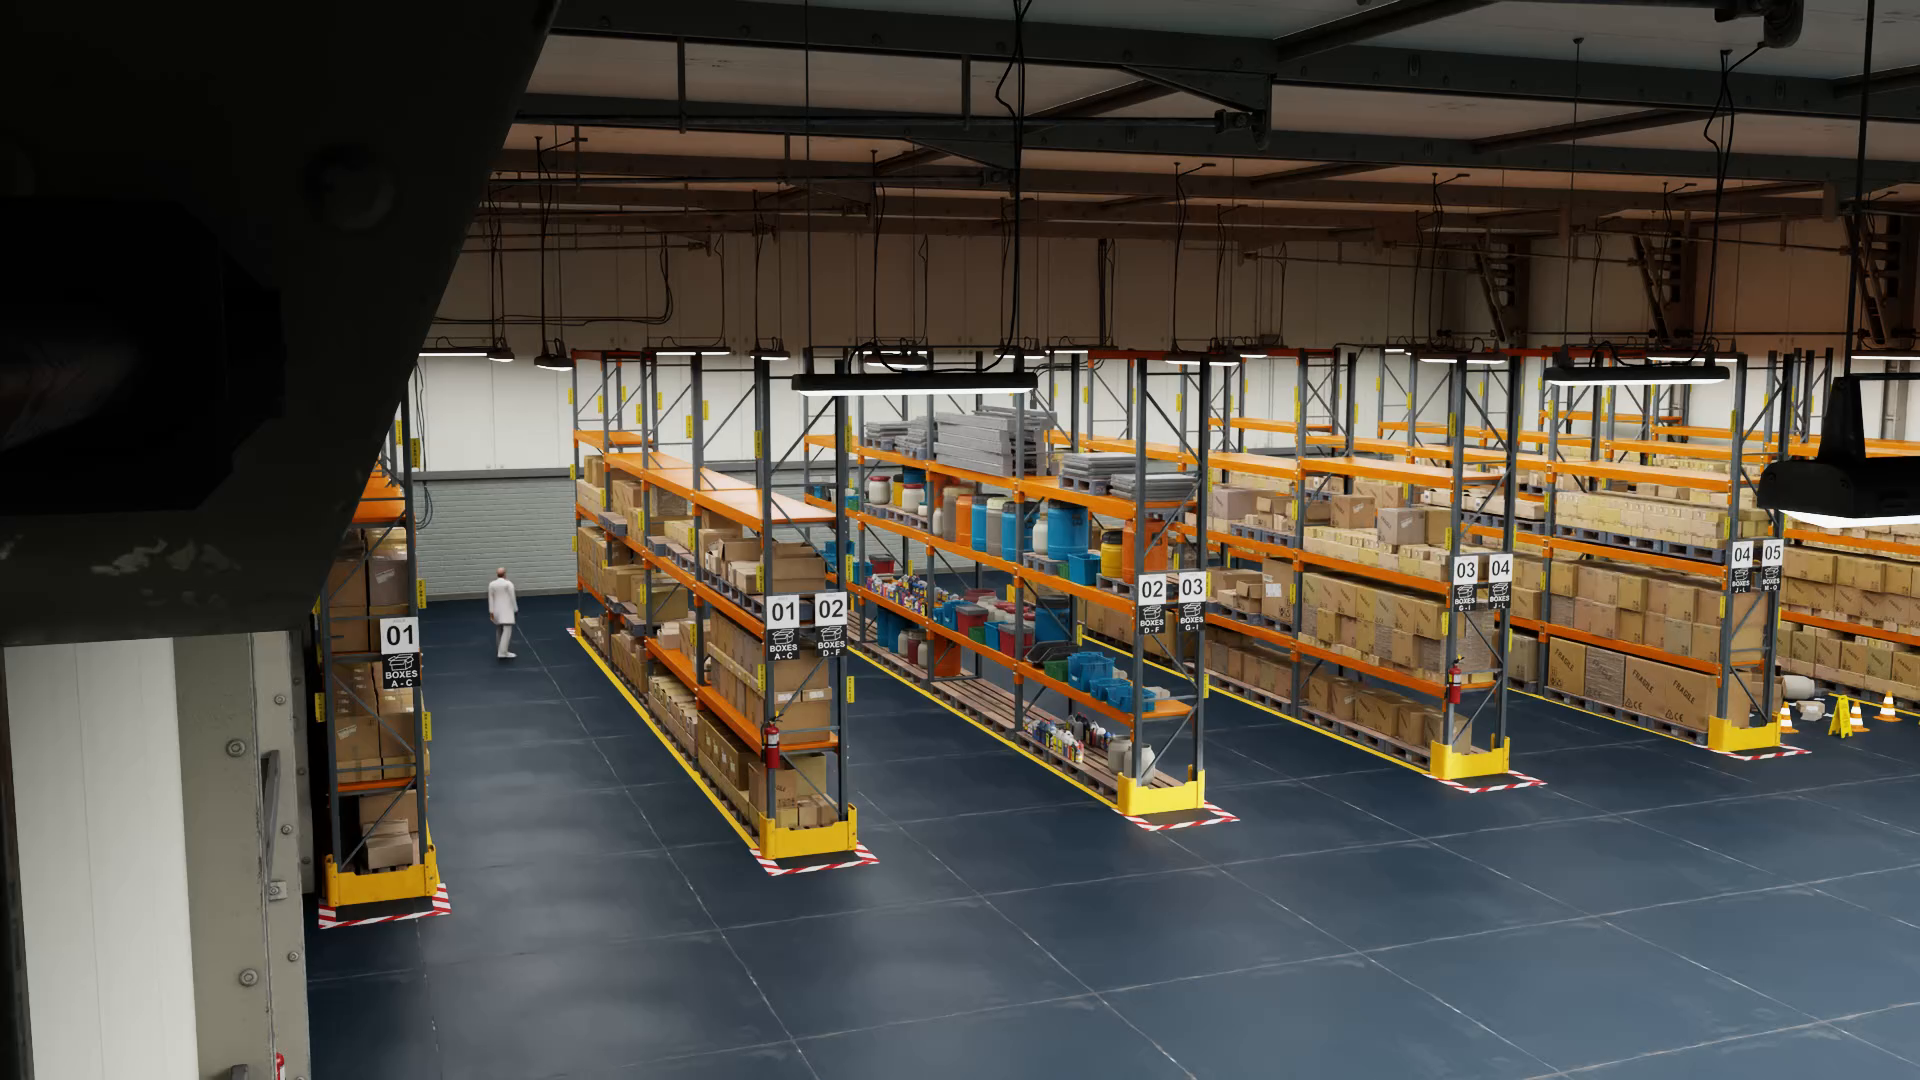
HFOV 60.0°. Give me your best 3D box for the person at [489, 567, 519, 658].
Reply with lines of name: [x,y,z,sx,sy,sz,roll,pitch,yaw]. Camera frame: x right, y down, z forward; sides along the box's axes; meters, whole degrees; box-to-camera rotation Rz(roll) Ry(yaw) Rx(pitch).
person: [-8.948,1.411,32.539,0.617,1.773,0.801,3,8,20]

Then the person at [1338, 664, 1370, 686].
person: [7.075,1.775,30.033,0.472,1.619,0.888,-1,7,-5]
